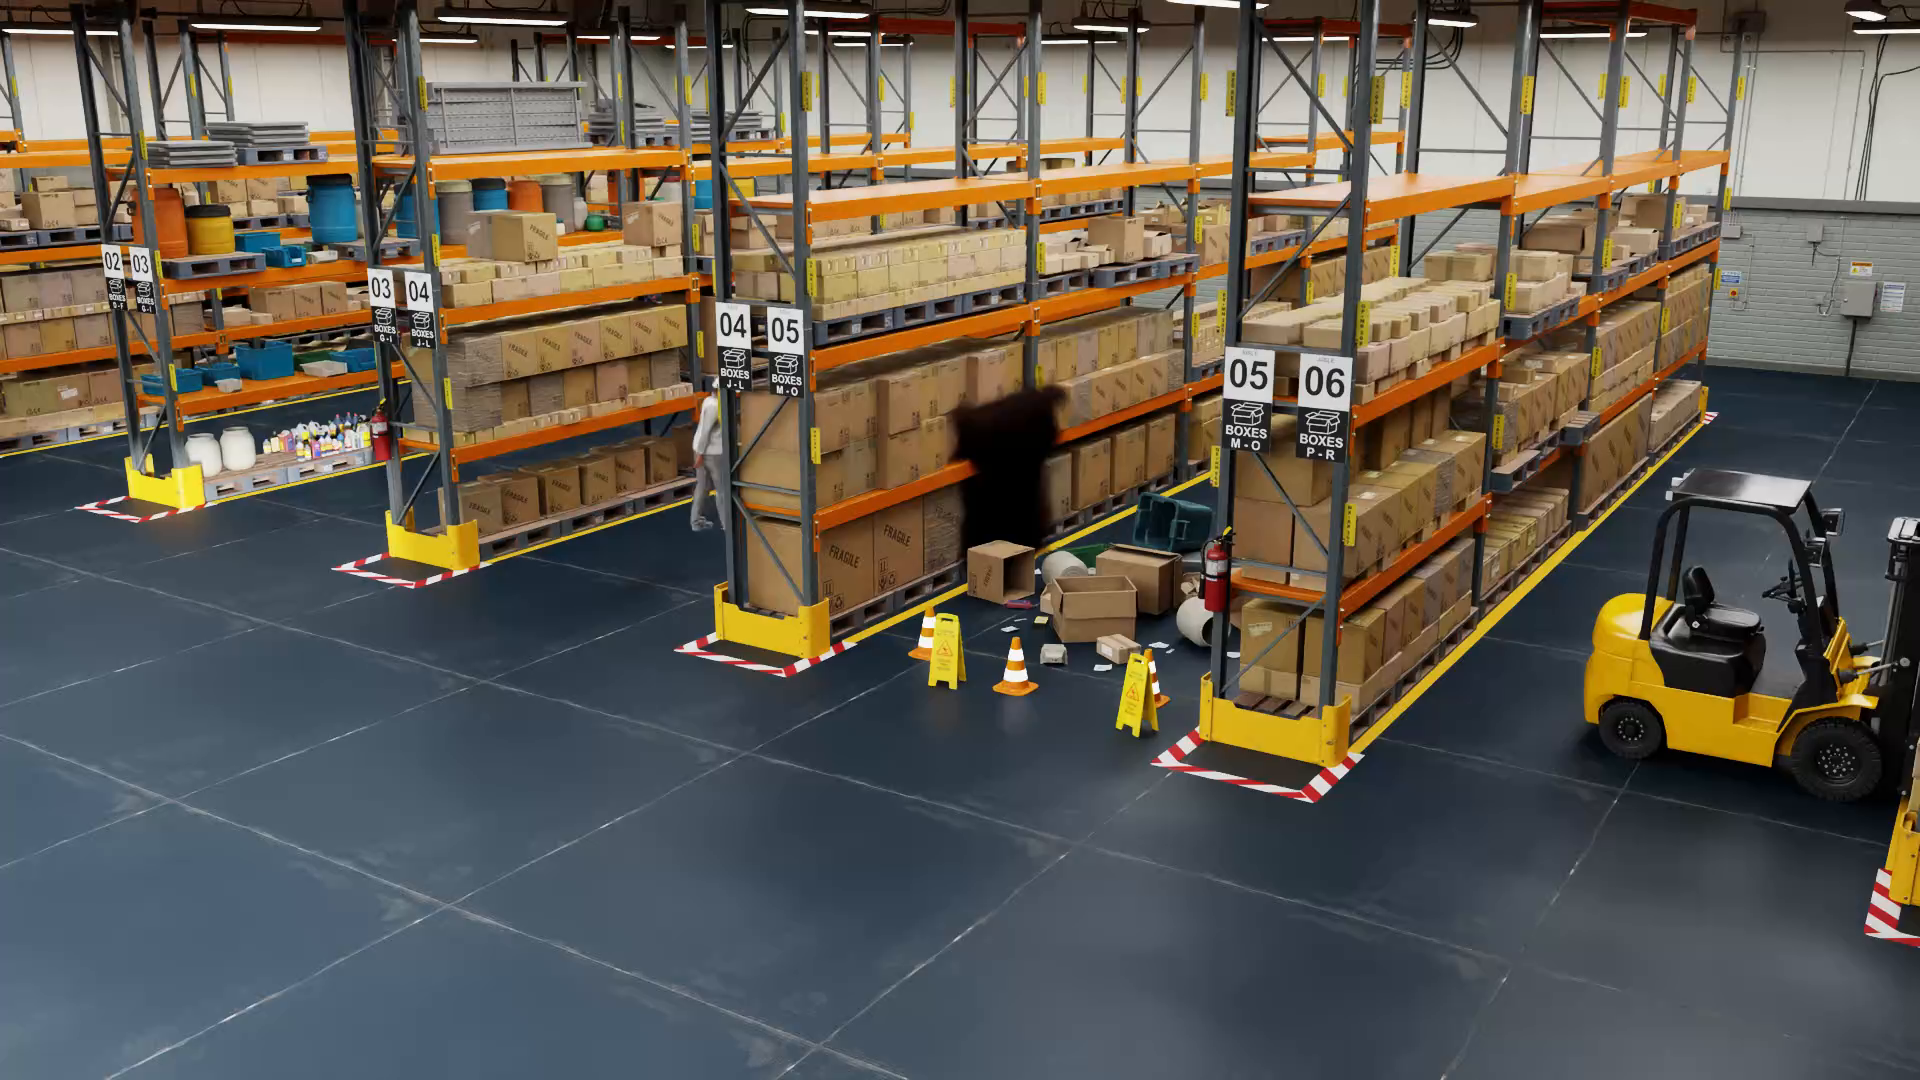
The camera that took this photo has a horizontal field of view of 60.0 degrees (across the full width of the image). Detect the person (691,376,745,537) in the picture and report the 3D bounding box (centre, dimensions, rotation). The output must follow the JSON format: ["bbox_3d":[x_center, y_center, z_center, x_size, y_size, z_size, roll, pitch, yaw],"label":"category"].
[{"bbox_3d":[-2.701,-0.907,18.255,0.577,1.851,0.519,-10,18,-32],"label":"person"}]

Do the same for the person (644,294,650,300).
[{"bbox_3d":[-5.894,-4.031,30.697,0.402,1.614,0.928,12,19,36],"label":"person"}]
